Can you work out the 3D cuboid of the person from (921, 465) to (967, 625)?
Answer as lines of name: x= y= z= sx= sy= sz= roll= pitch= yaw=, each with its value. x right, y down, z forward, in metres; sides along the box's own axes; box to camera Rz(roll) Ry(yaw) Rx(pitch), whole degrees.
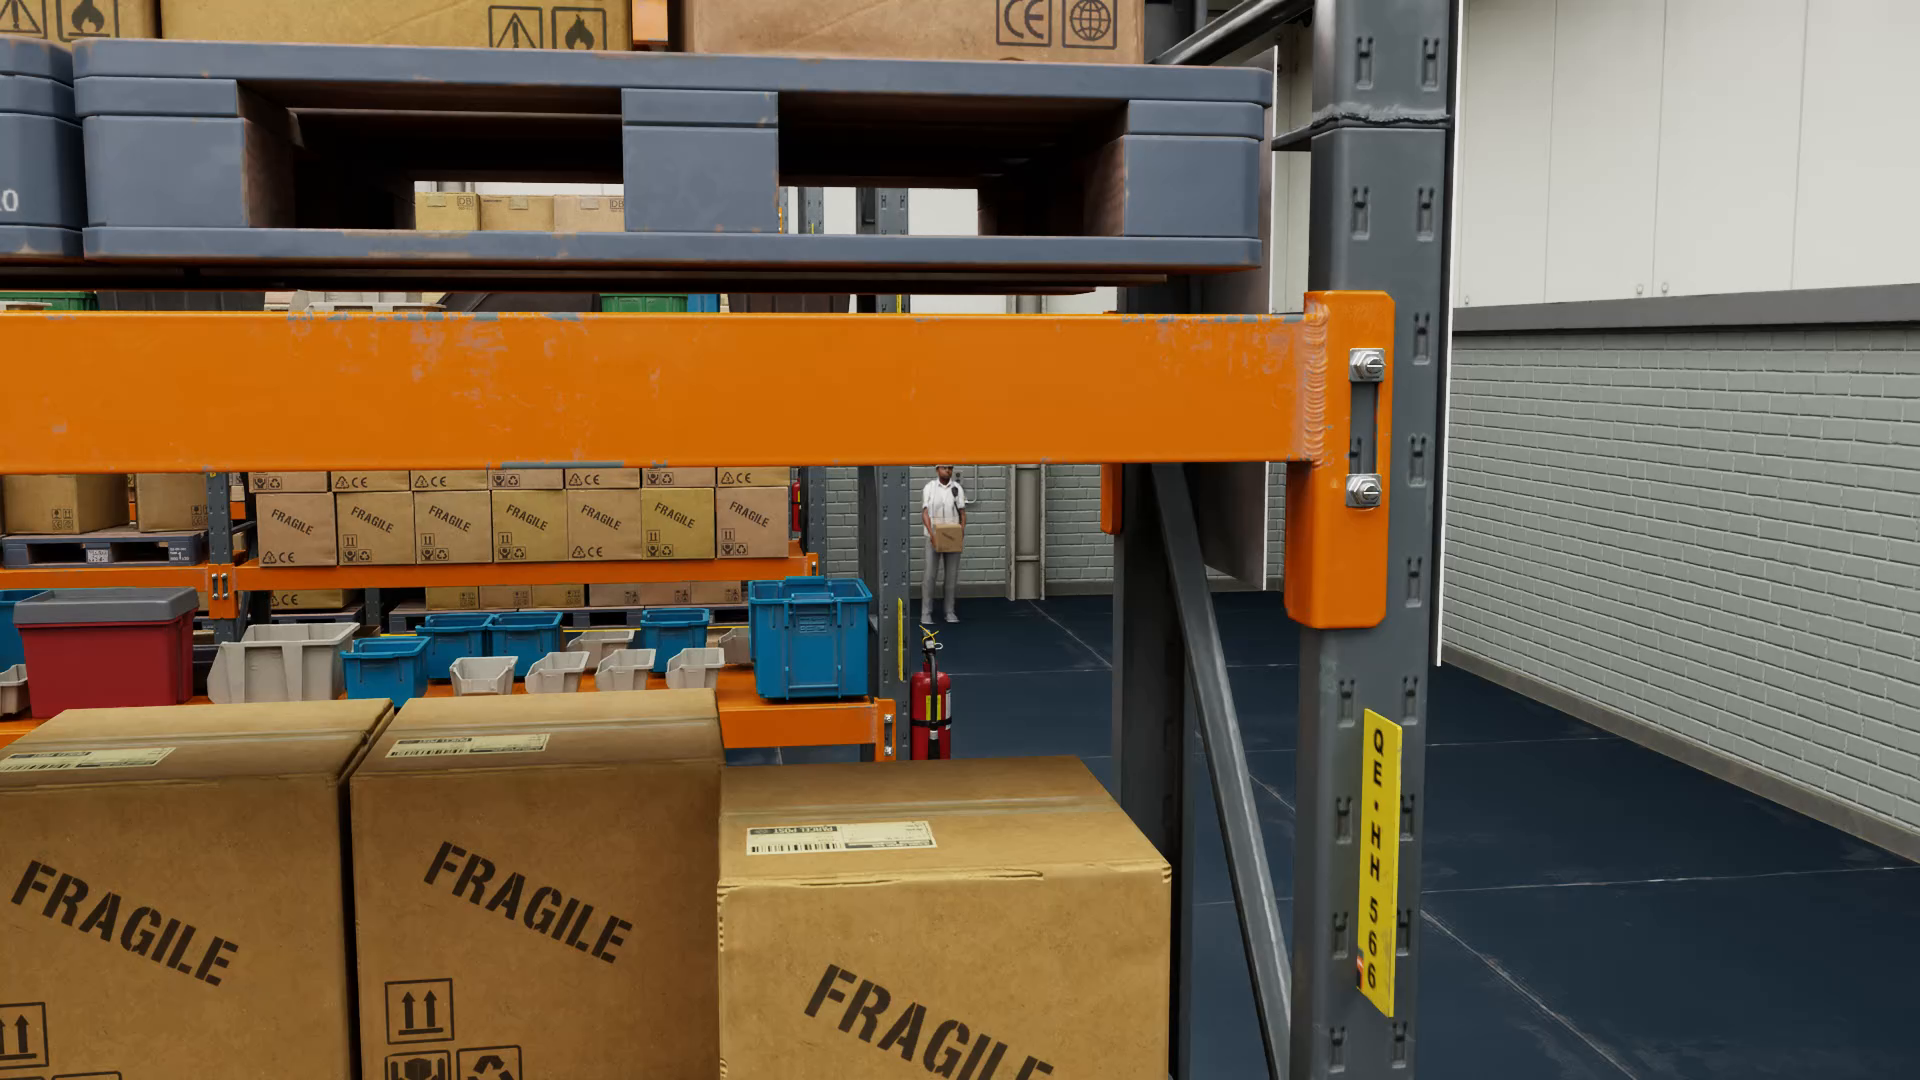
person: x=-4.466 y=0.555 z=11.279 sx=10.708 sy=1.838 sz=10.106 roll=-1 pitch=7 yaw=-9
